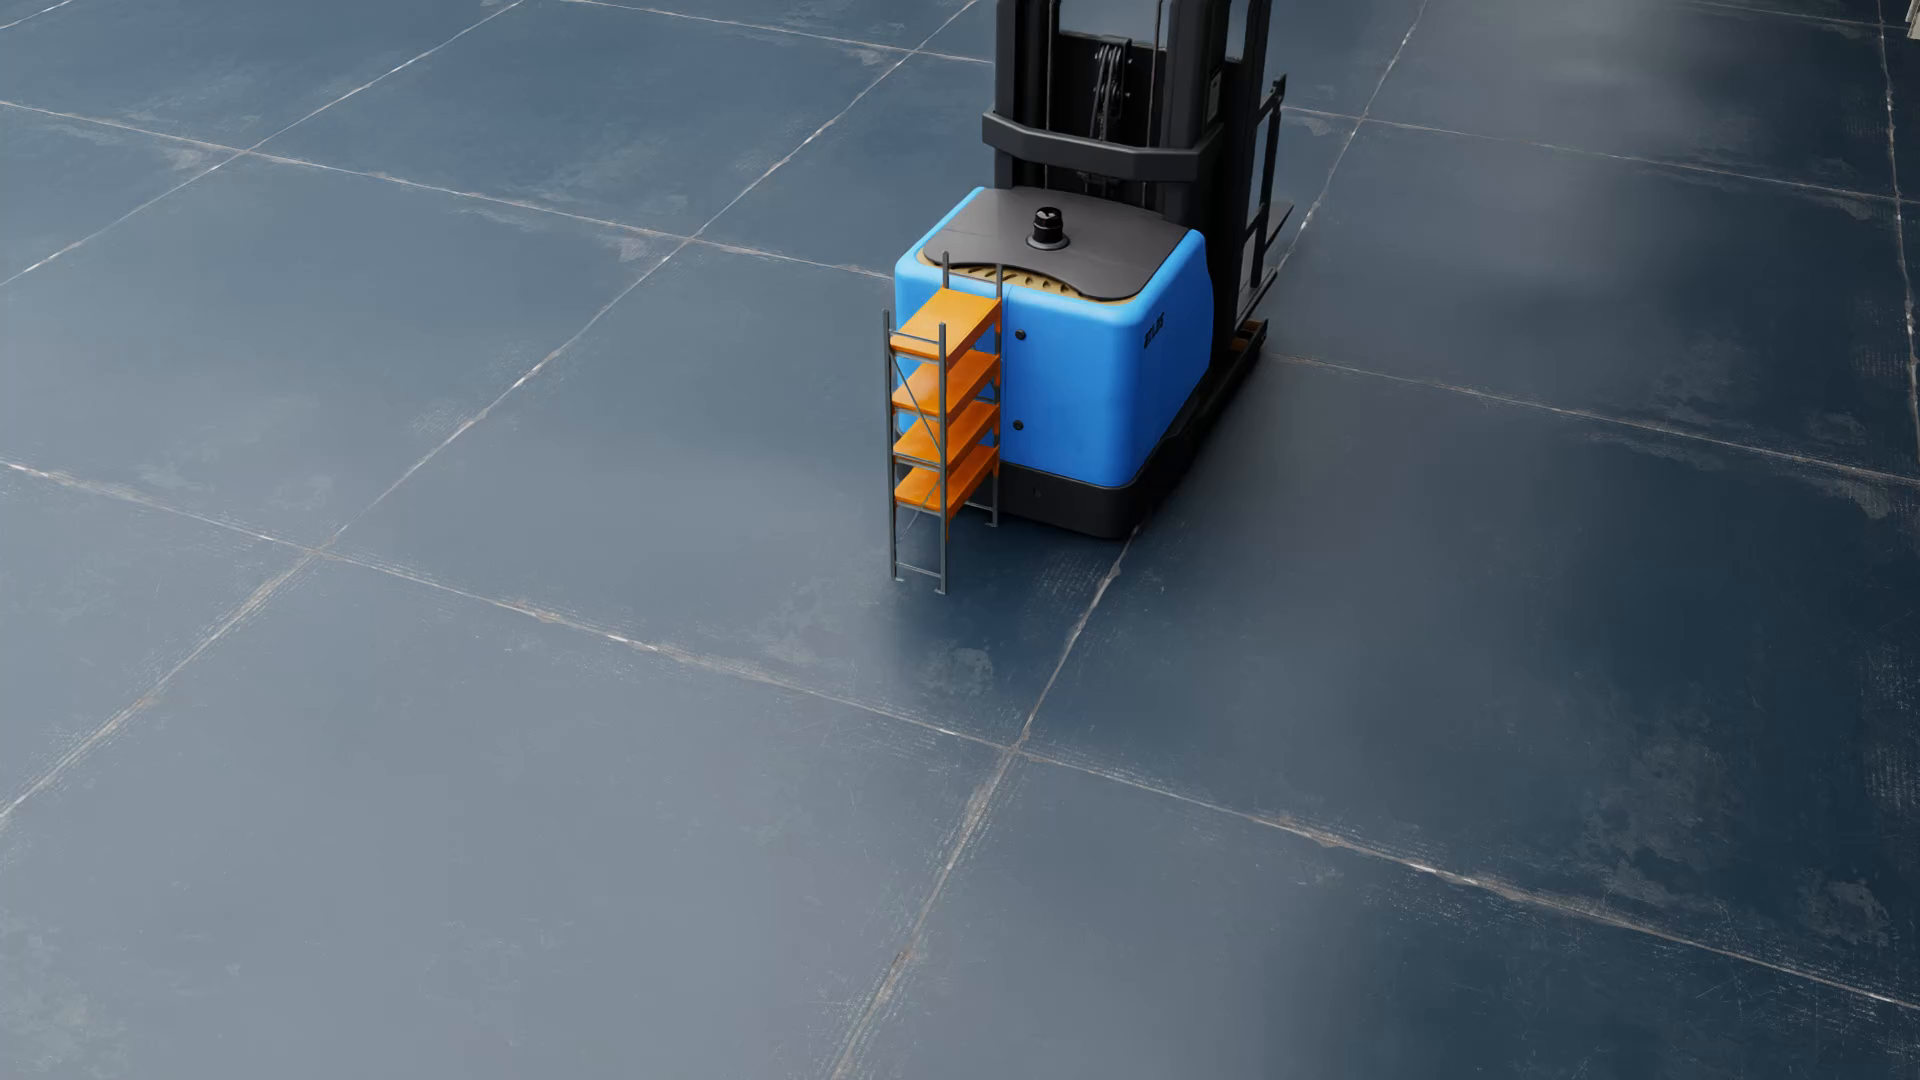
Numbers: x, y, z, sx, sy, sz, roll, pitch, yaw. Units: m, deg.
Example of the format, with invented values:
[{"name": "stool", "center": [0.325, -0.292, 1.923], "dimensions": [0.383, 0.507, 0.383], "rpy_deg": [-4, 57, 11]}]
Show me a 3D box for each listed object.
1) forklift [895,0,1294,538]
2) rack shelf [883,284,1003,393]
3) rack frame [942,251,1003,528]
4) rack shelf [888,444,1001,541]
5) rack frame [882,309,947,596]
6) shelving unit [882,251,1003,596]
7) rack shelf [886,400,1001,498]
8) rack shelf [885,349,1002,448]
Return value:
[{"name": "forklift", "center": [0.815, -2.055, 7.051], "dimensions": [1.130, 2.935, 3.031], "rpy_deg": [16, 40, 20]}, {"name": "rack shelf", "center": [-0.057, -0.744, 6.087], "dimensions": [0.258, 0.148, 0.480], "rpy_deg": [16, 40, 20]}, {"name": "rack frame", "center": [0.046, -0.562, 6.499], "dimensions": [0.240, 1.200, 0.015], "rpy_deg": [16, 40, 20]}, {"name": "rack shelf", "center": [-0.057, -0.217, 6.482], "dimensions": [0.258, 0.148, 0.480], "rpy_deg": [16, 40, 20]}, {"name": "rack frame", "center": [-0.161, -0.297, 6.145], "dimensions": [0.240, 1.200, 0.015], "rpy_deg": [16, 40, 20]}, {"name": "shelving unit", "center": [-0.057, -0.429, 6.322], "dimensions": [0.258, 1.200, 0.503], "rpy_deg": [16, 40, 20]}, {"name": "rack shelf", "center": [-0.057, -0.376, 6.363], "dimensions": [0.258, 0.148, 0.480], "rpy_deg": [16, 40, 20]}, {"name": "rack shelf", "center": [-0.057, -0.555, 6.229], "dimensions": [0.258, 0.148, 0.480], "rpy_deg": [16, 40, 20]}]
